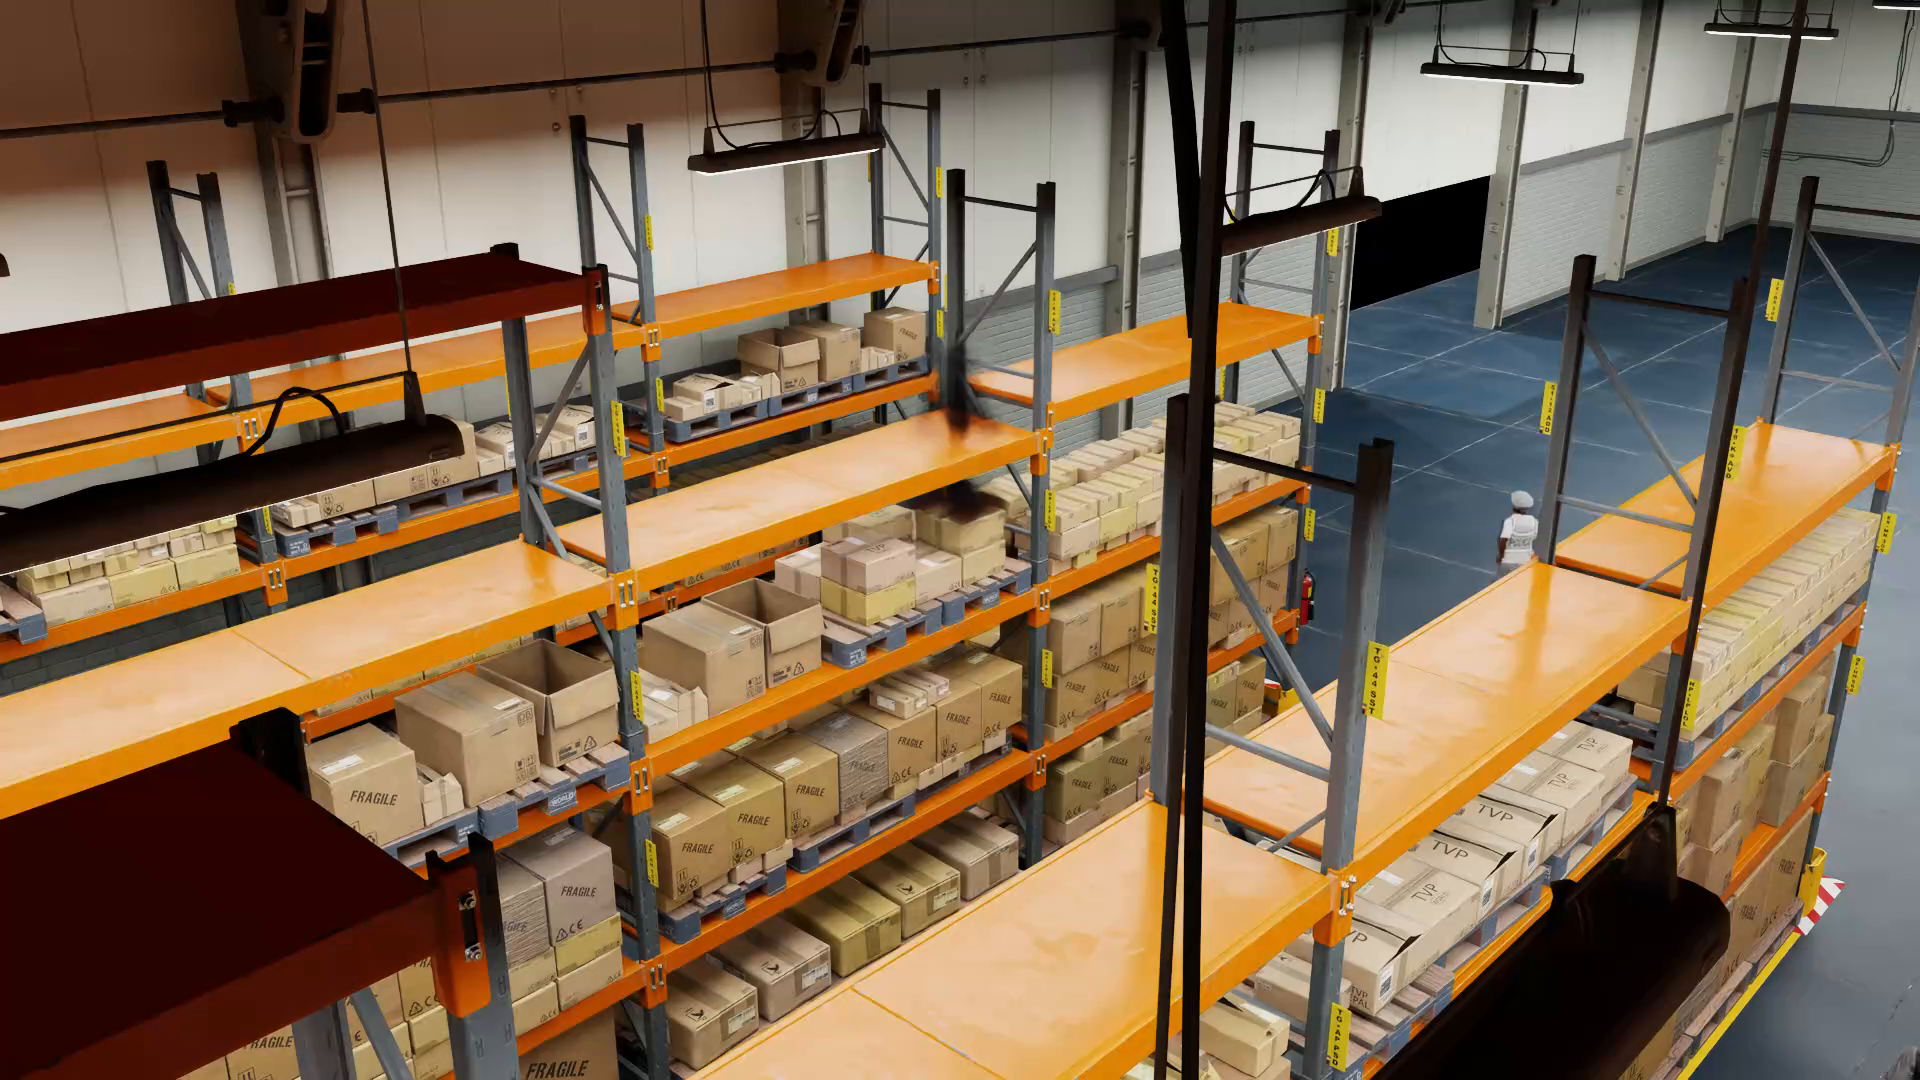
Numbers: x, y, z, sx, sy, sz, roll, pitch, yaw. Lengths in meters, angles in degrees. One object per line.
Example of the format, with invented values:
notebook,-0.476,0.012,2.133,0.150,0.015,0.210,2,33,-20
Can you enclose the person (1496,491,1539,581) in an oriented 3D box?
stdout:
person,6.334,0.306,18.912,0.555,1.747,0.816,2,21,5

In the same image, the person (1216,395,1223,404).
person,3.489,-1.215,23.004,0.555,1.601,0.708,16,26,35

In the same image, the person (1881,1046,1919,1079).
person,6.018,3.664,10.288,0.661,1.680,0.585,15,26,34
